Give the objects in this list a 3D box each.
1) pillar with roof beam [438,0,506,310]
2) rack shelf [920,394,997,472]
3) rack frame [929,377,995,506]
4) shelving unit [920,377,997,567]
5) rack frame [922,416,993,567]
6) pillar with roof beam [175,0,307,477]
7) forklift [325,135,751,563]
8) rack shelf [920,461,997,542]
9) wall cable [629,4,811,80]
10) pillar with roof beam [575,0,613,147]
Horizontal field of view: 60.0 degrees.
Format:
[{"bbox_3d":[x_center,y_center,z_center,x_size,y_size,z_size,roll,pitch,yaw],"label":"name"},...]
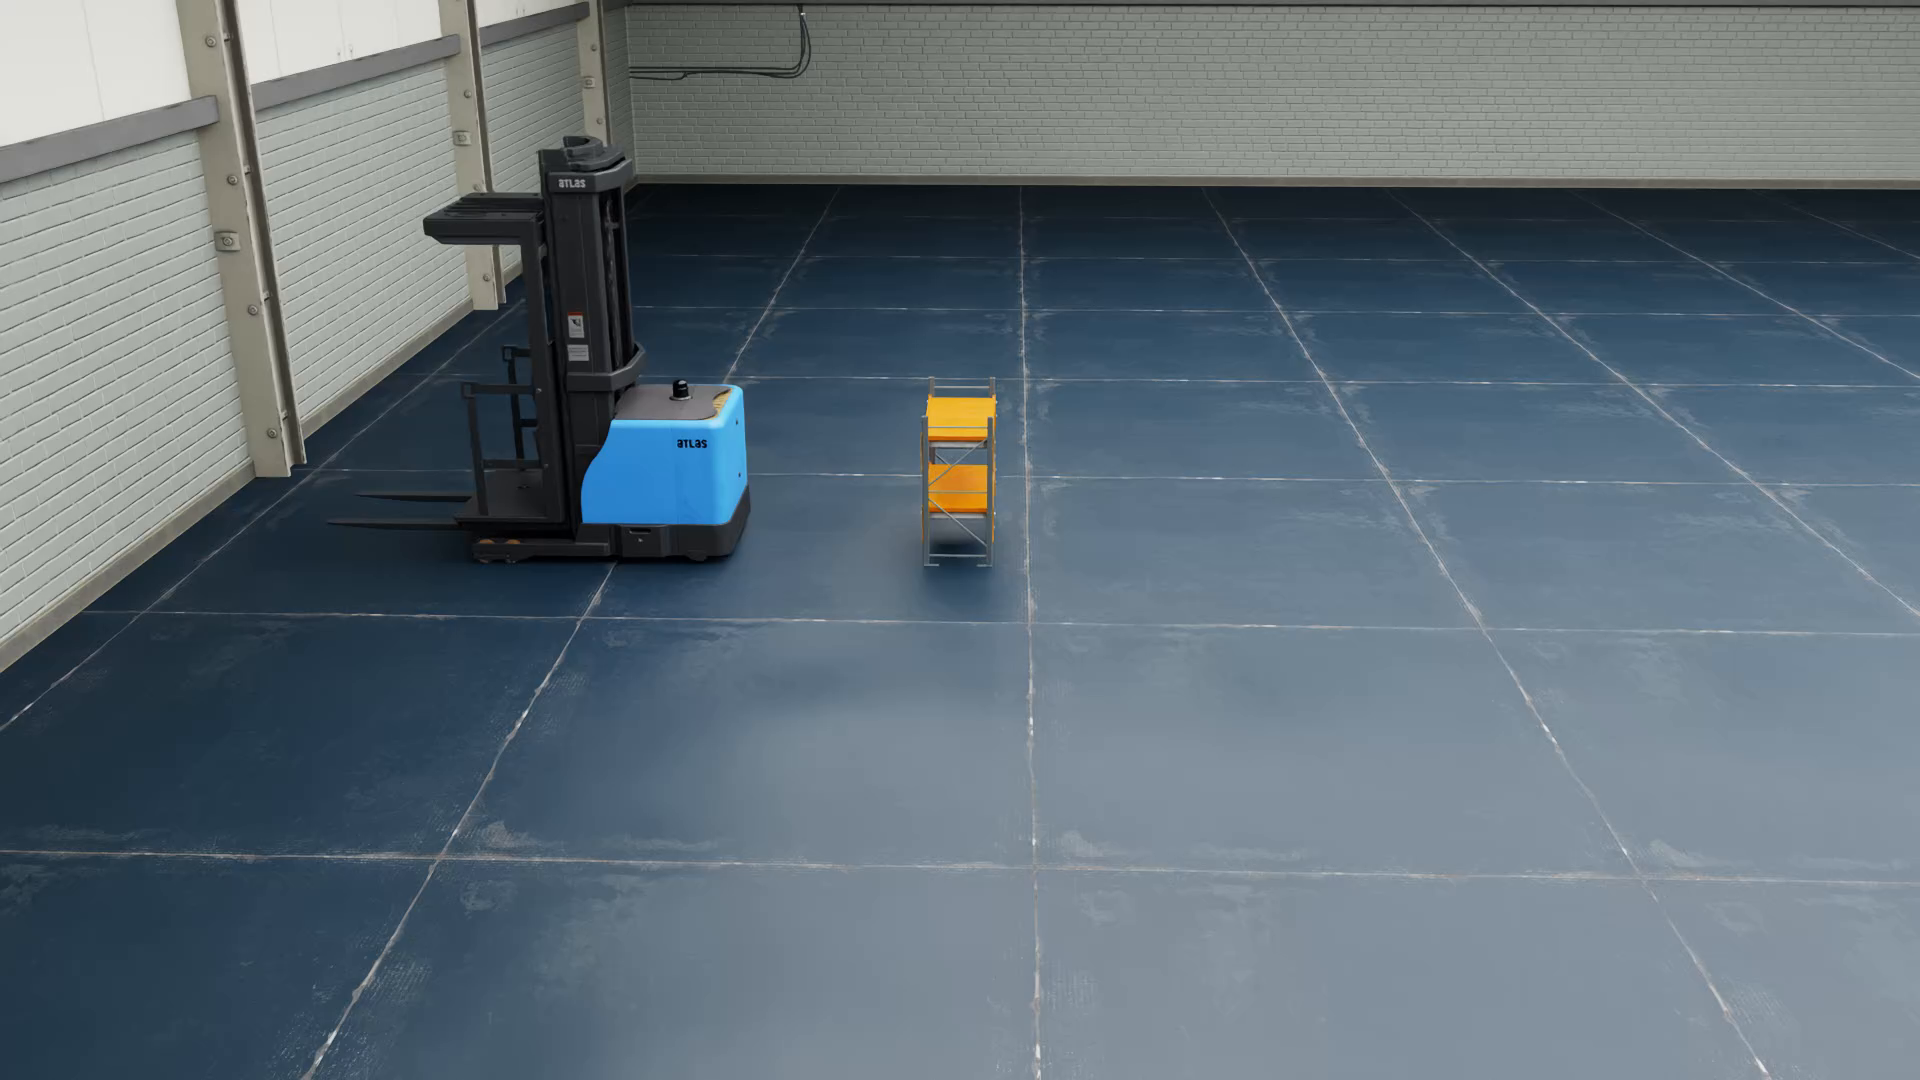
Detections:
[{"bbox_3d":[-1.271,-6.916,17.914,9.100,9.000,0.400,1,21,2],"label":"pillar with roof beam"},{"bbox_3d":[0.000,-0.795,12.213,0.538,0.278,1.000,1,21,2],"label":"rack shelf"},{"bbox_3d":[0.015,-0.706,12.793,0.500,1.125,0.032,1,21,2],"label":"rack frame"},{"bbox_3d":[0.000,-0.522,12.319,0.538,1.125,1.048,1,21,2],"label":"shelving unit"},{"bbox_3d":[-0.016,-0.338,11.845,0.500,1.125,0.032,1,21,2],"label":"rack frame"},{"bbox_3d":[-1.454,-4.747,12.323,9.100,9.000,0.400,1,21,2],"label":"pillar with roof beam"},{"bbox_3d":[-3.155,-1.389,12.058,3.031,2.935,1.130,1,21,2],"label":"forklift"},{"bbox_3d":[0.000,-0.294,12.408,0.538,0.278,1.000,1,21,2],"label":"rack shelf"},{"bbox_3d":[-3.980,-8.736,26.896,3.097,2.526,0.112,1,21,2],"label":"wall cable"},{"bbox_3d":[-1.089,-9.086,23.505,9.100,9.000,0.400,1,21,2],"label":"pillar with roof beam"}]
